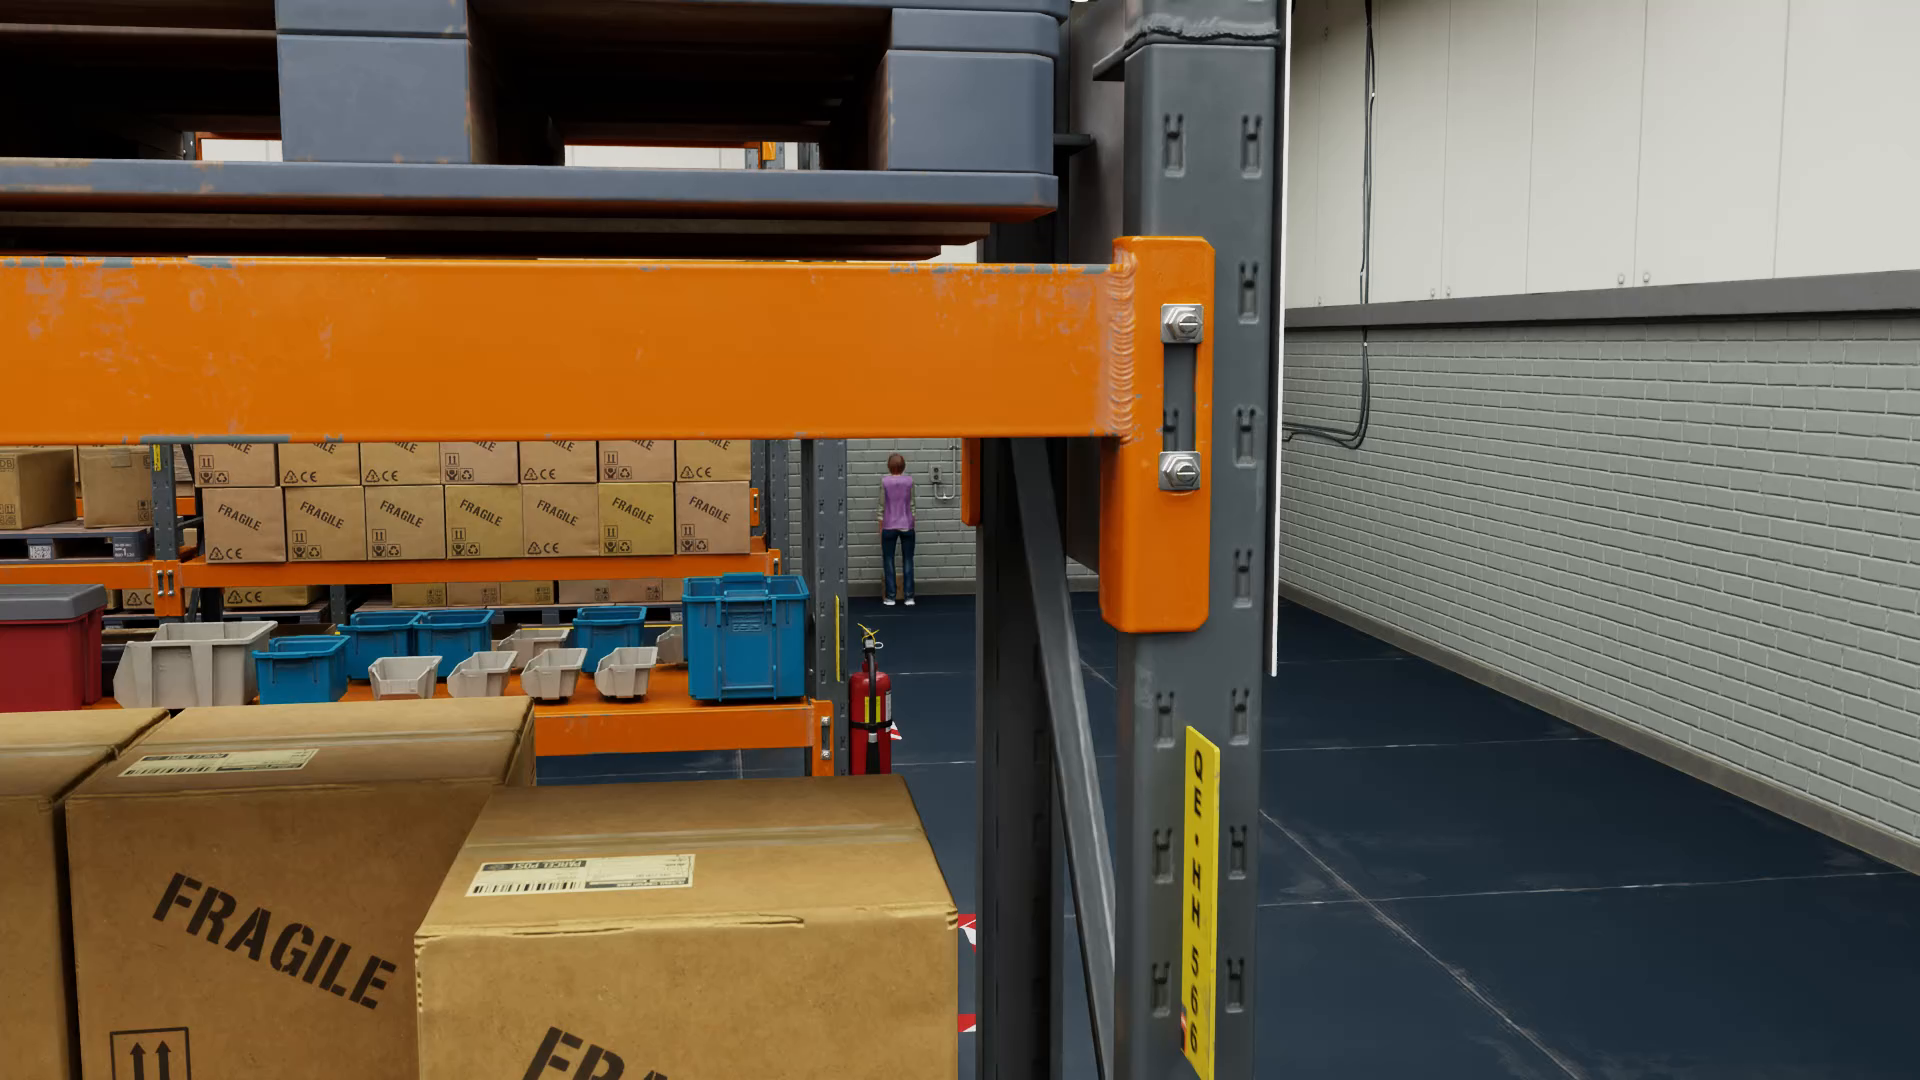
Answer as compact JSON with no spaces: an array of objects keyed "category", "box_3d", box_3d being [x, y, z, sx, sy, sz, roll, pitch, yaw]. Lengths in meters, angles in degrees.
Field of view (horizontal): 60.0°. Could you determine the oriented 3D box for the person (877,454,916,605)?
[{"category":"person","box_3d":[-0.669,-0.093,17.446,0.409,1.579,0.304,-1,7,-8]}]
